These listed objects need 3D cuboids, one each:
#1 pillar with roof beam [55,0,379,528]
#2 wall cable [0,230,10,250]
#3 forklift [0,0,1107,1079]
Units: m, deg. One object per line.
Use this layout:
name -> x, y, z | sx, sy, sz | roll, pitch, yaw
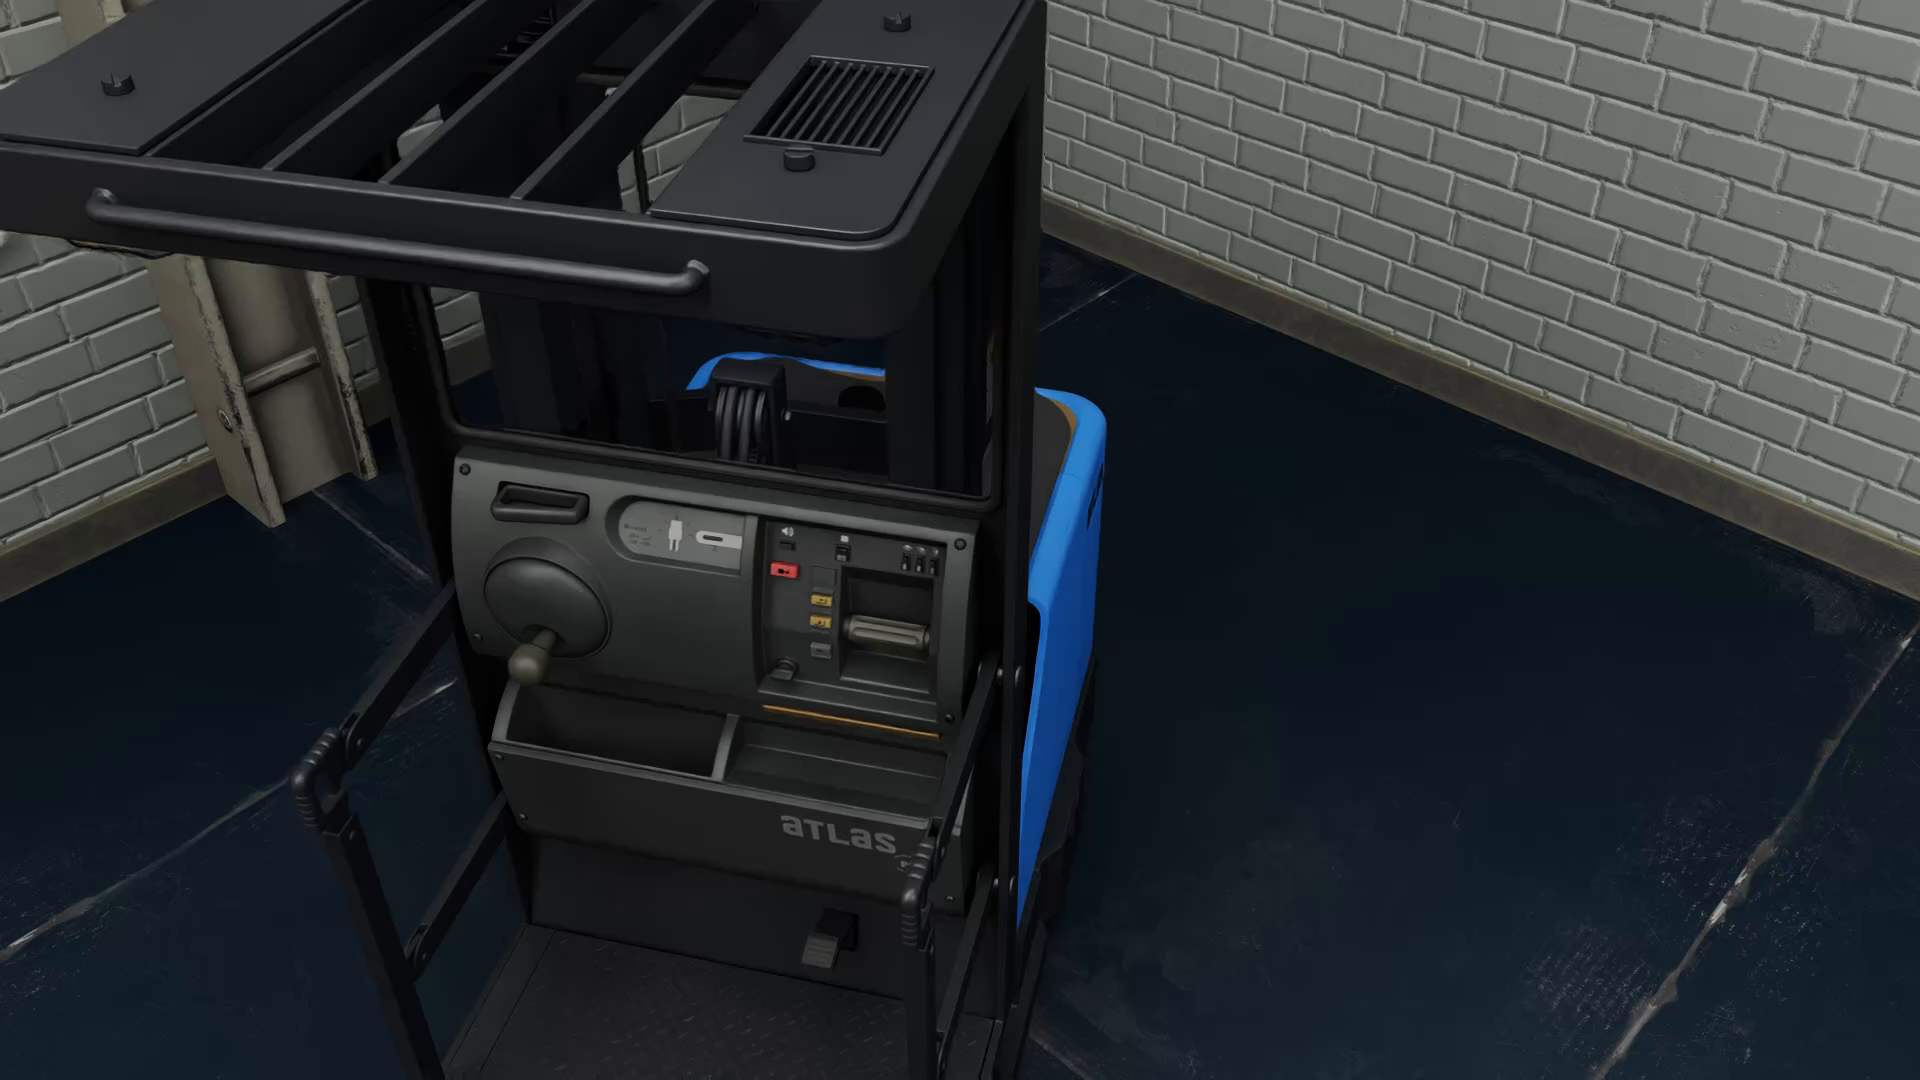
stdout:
pillar with roof beam -> 1.004, -1.907, 0.418 | 9.100, 9.000, 0.400 | 30, 47, 32
wall cable -> -3.191, -1.146, 3.465 | 0.084, 1.984, 1.851 | 30, 47, 32
forklift -> -0.482, 0.168, 2.684 | 1.130, 2.935, 3.031 | 9, 39, 11
